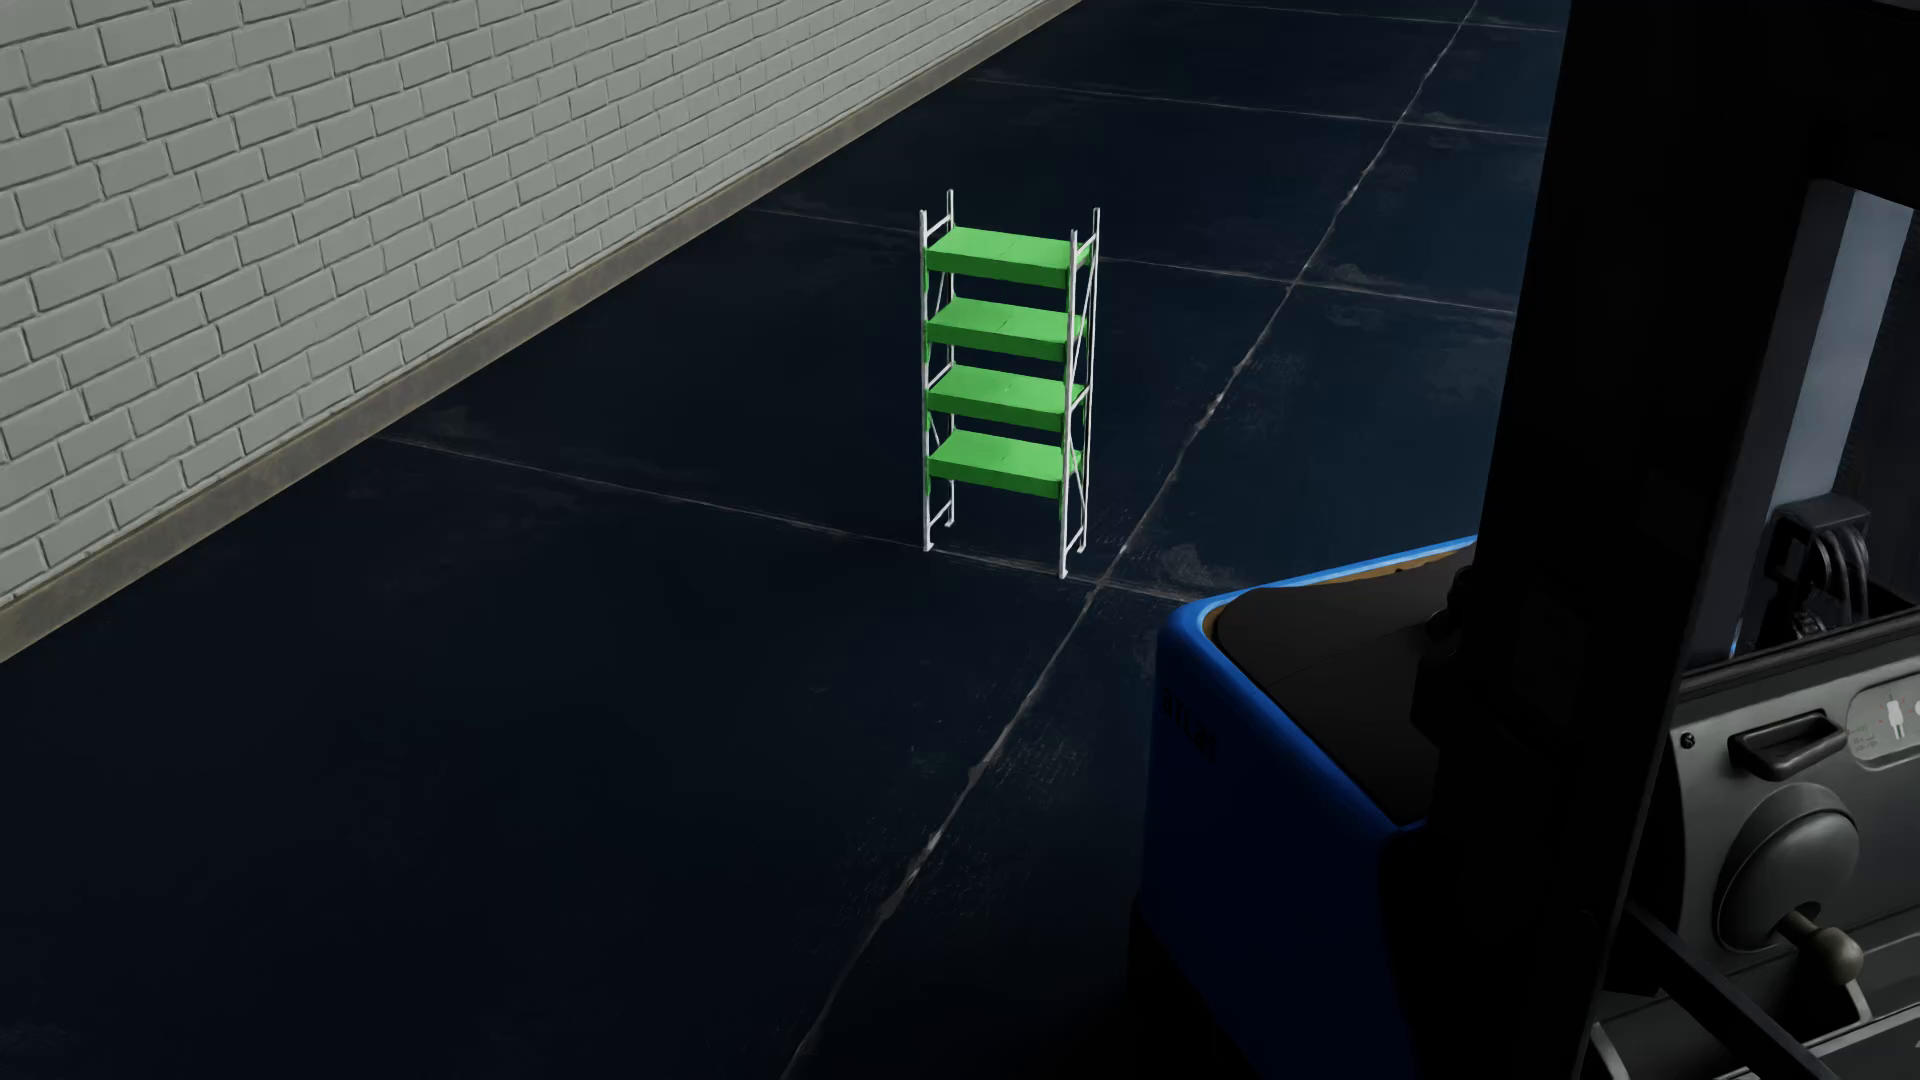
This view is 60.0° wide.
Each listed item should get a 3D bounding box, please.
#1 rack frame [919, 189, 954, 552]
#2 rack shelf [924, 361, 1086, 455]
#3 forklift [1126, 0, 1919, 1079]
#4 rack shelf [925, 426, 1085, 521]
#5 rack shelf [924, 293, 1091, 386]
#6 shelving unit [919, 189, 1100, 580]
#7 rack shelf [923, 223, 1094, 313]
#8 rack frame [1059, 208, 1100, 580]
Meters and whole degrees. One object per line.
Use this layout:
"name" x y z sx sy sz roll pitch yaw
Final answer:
"rack frame" -0.073 -0.537 5.480 0.015 1.200 0.240 11 31 19
"rack shelf" 0.153 -0.436 5.432 0.480 0.148 0.258 11 31 19
"forklift" 1.421 0.368 2.120 1.130 2.935 3.031 -12 32 -20
"rack shelf" 0.153 -0.227 5.550 0.480 0.148 0.258 11 31 19
"rack shelf" 0.153 -0.645 5.314 0.480 0.148 0.258 11 31 19
"shelving unit" 0.153 -0.492 5.401 0.503 1.200 0.258 11 31 19
"rack shelf" 0.153 -0.854 5.196 0.480 0.148 0.258 11 31 19
"rack frame" 0.379 -0.447 5.321 0.015 1.200 0.240 11 31 19
